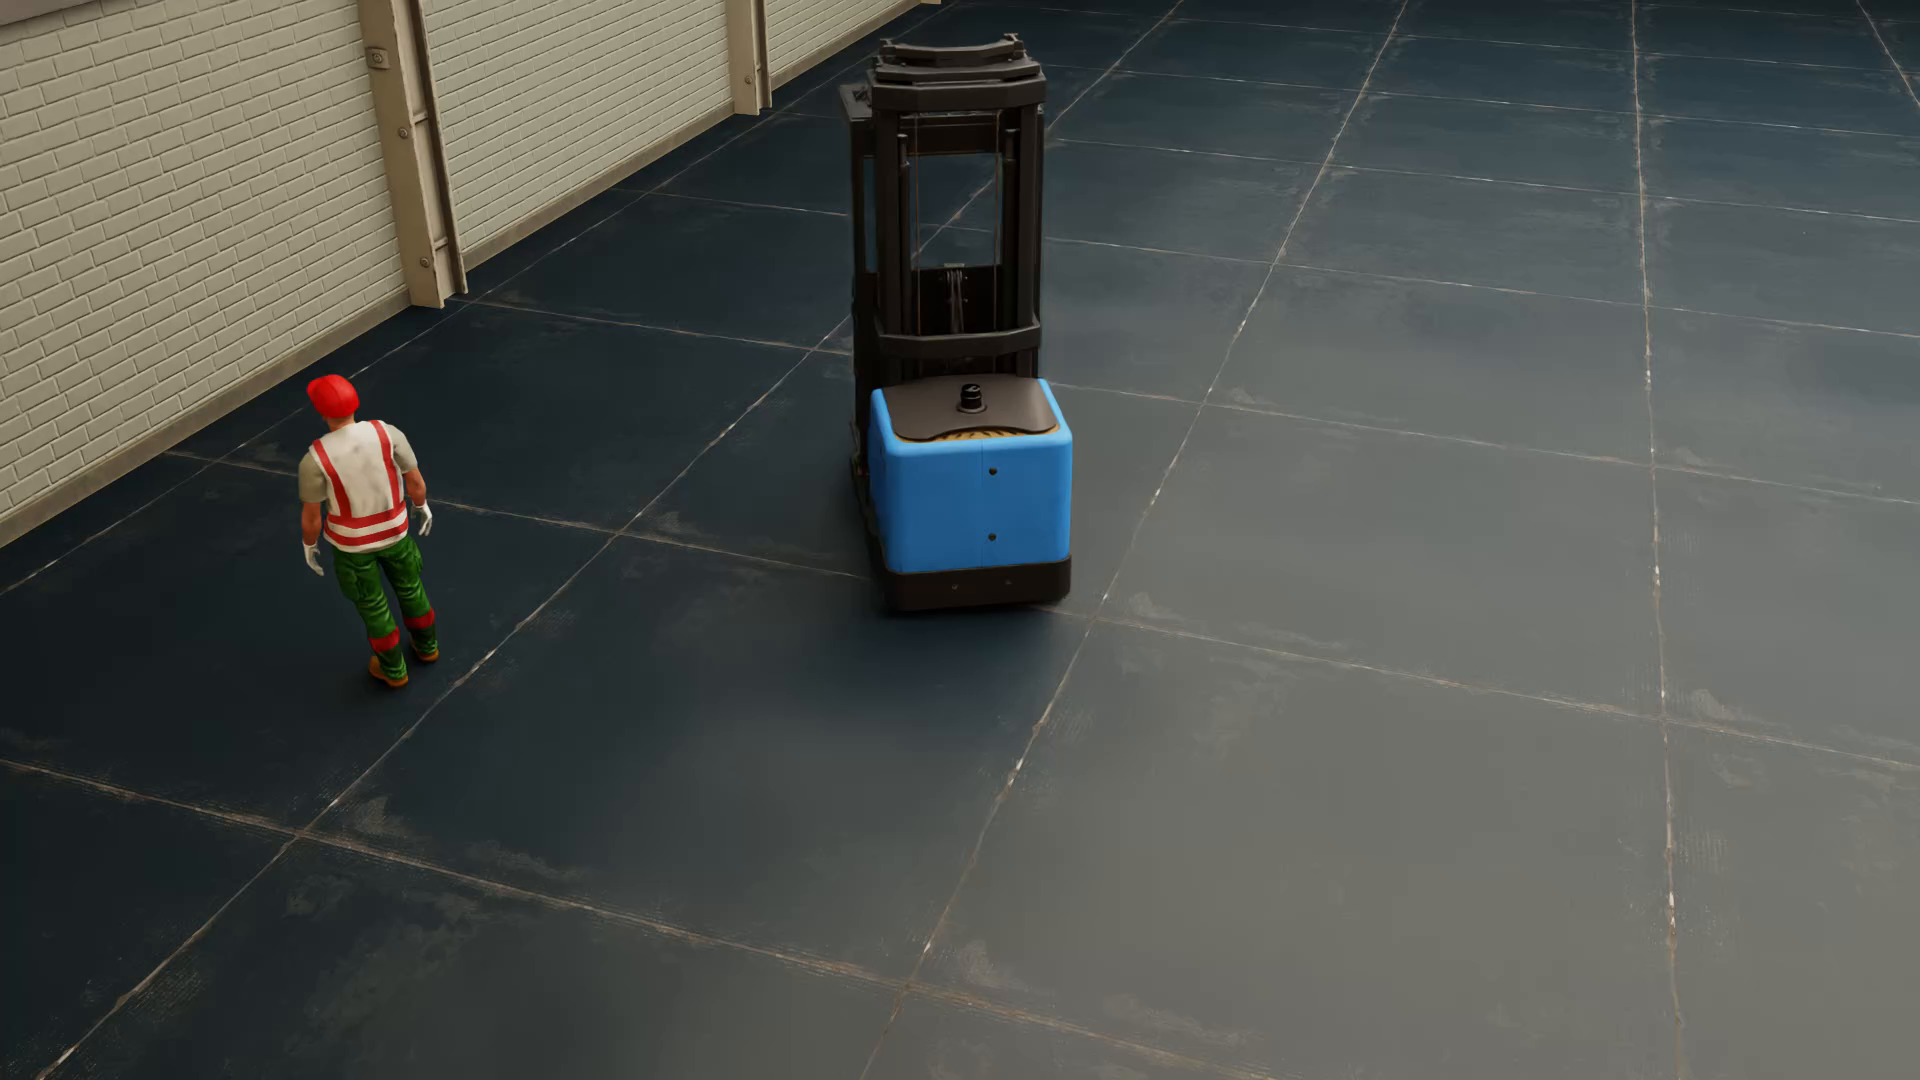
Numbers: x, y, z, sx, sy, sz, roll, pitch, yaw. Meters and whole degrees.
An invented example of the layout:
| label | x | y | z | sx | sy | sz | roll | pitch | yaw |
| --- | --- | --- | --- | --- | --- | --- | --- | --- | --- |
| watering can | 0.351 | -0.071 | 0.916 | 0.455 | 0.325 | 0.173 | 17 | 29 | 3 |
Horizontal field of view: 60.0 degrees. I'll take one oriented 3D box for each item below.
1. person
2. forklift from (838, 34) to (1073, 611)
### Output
| label | x | y | z | sx | sy | sz | roll | pitch | yaw |
| --- | --- | --- | --- | --- | --- | --- | --- | --- | --- |
| person | -3.005 | -0.065 | 8.392 | 0.648 | 1.790 | 0.564 | -20 | 35 | -31 |
| forklift | -0.112 | -1.589 | 9.923 | 1.130 | 2.935 | 3.031 | -4 | 30 | -8 |
